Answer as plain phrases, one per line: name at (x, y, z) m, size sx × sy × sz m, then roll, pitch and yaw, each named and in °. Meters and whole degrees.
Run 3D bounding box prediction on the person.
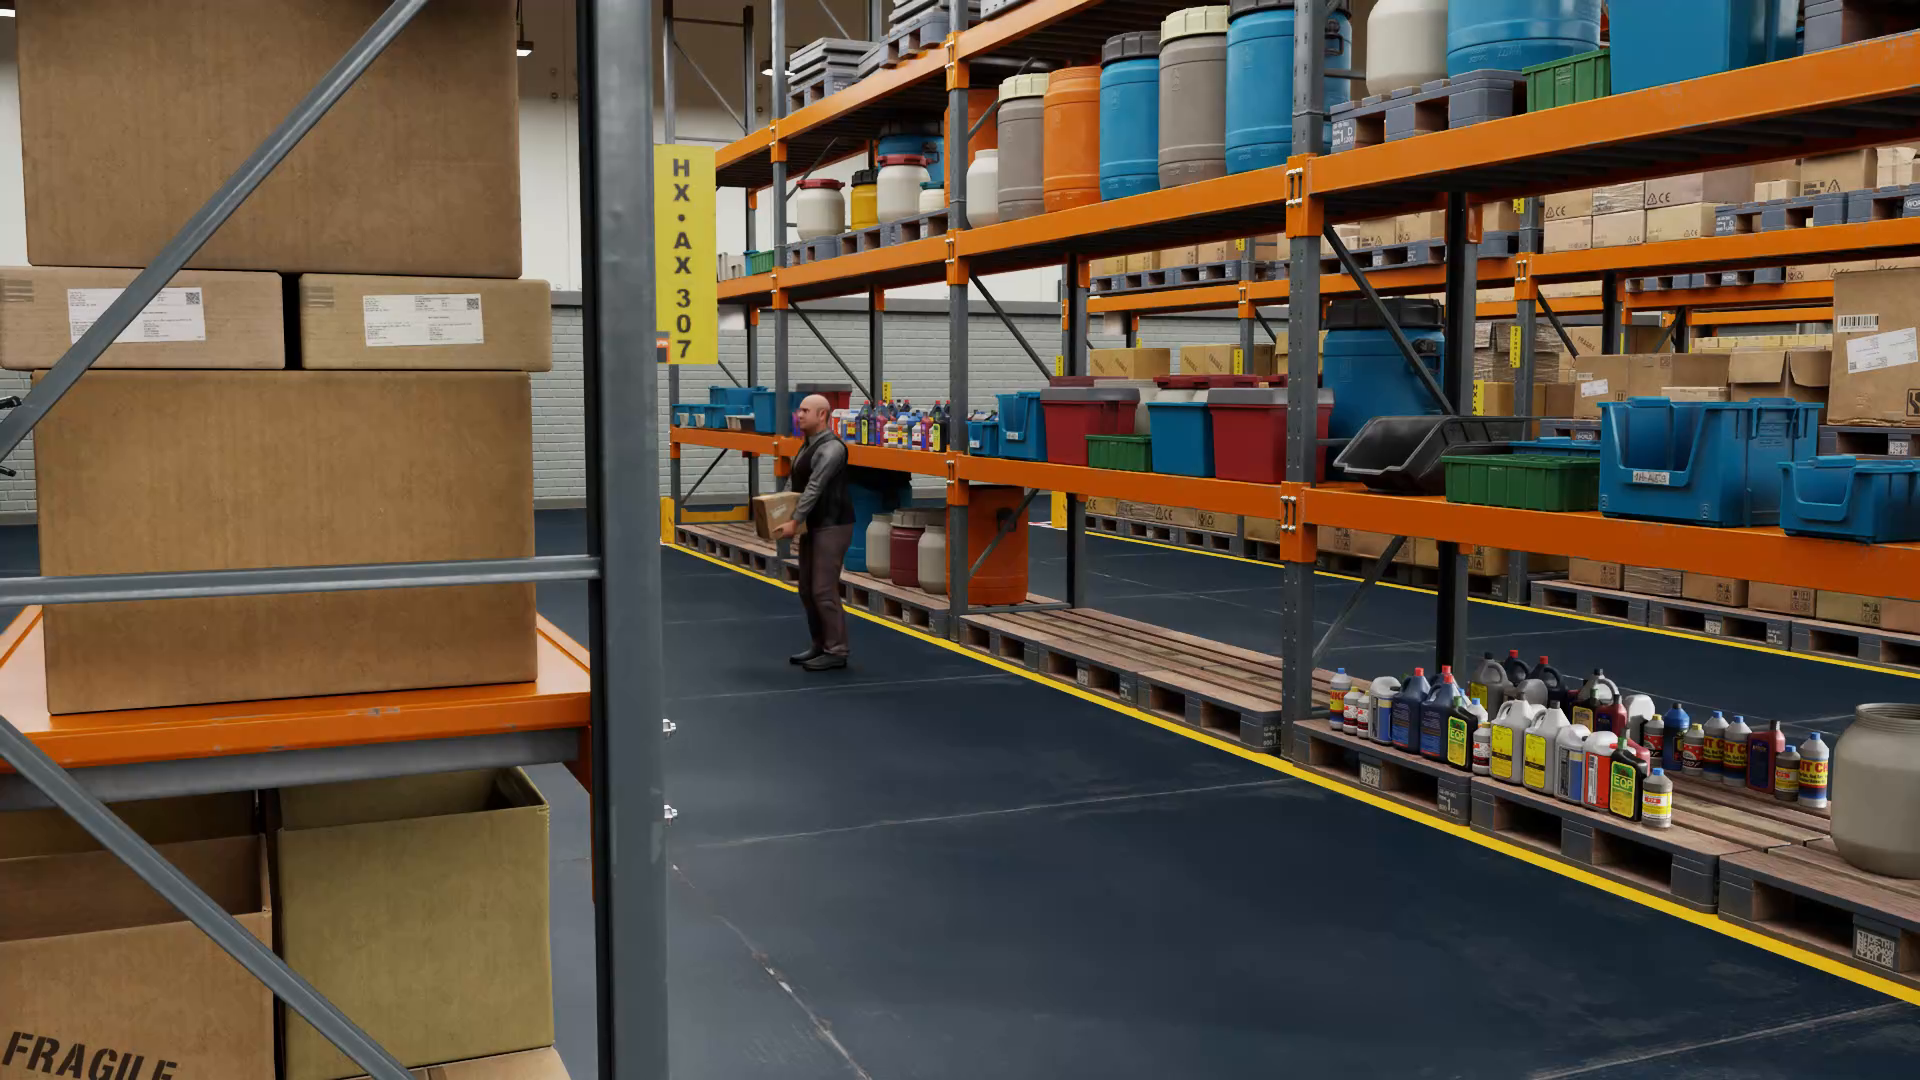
person at (-0.948, -0.051, 10.466) m, size 0.567 × 1.719 × 0.493 m, roll -2°, pitch 6°, yaw -25°
